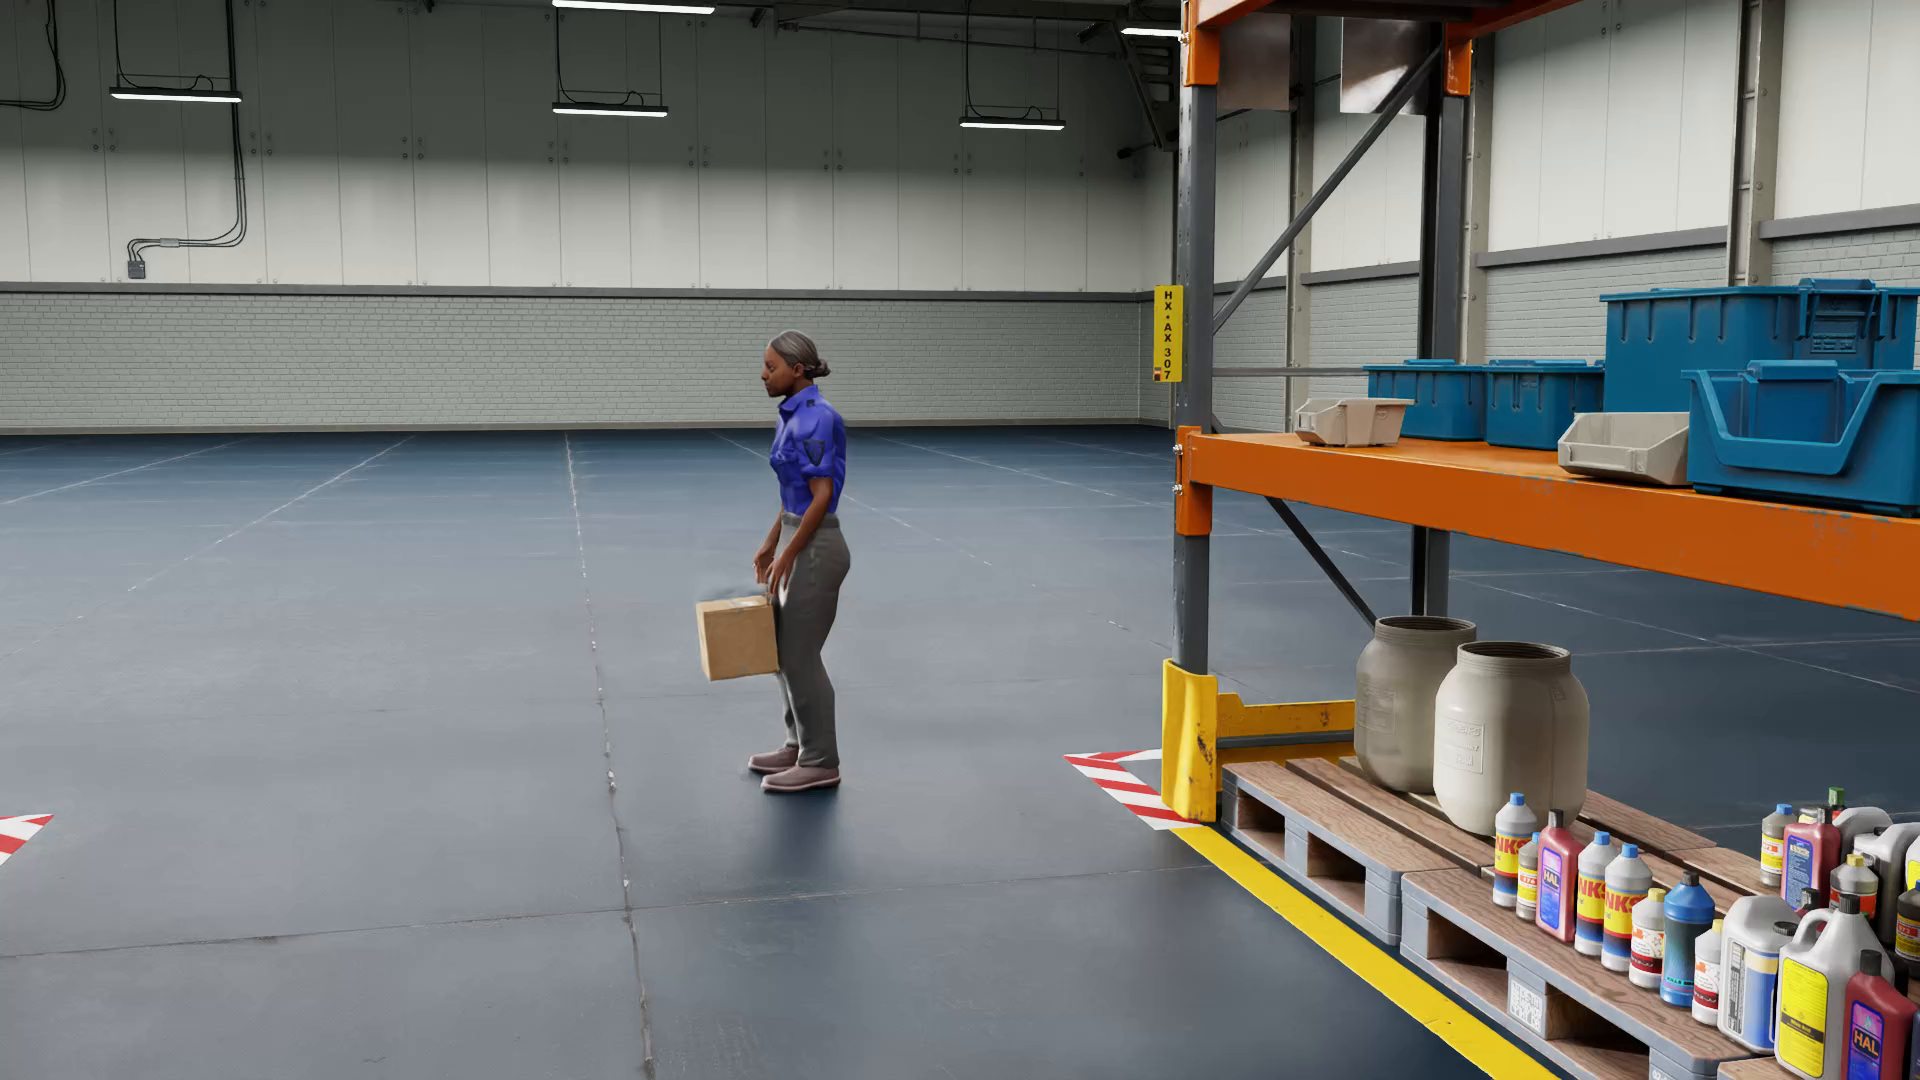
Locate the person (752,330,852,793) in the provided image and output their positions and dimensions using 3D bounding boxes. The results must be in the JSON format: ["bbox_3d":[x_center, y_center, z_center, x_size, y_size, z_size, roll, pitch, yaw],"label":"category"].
[{"bbox_3d":[-0.586,0.069,6.076,0.350,1.654,0.532,-2,7,-17],"label":"person"}]
